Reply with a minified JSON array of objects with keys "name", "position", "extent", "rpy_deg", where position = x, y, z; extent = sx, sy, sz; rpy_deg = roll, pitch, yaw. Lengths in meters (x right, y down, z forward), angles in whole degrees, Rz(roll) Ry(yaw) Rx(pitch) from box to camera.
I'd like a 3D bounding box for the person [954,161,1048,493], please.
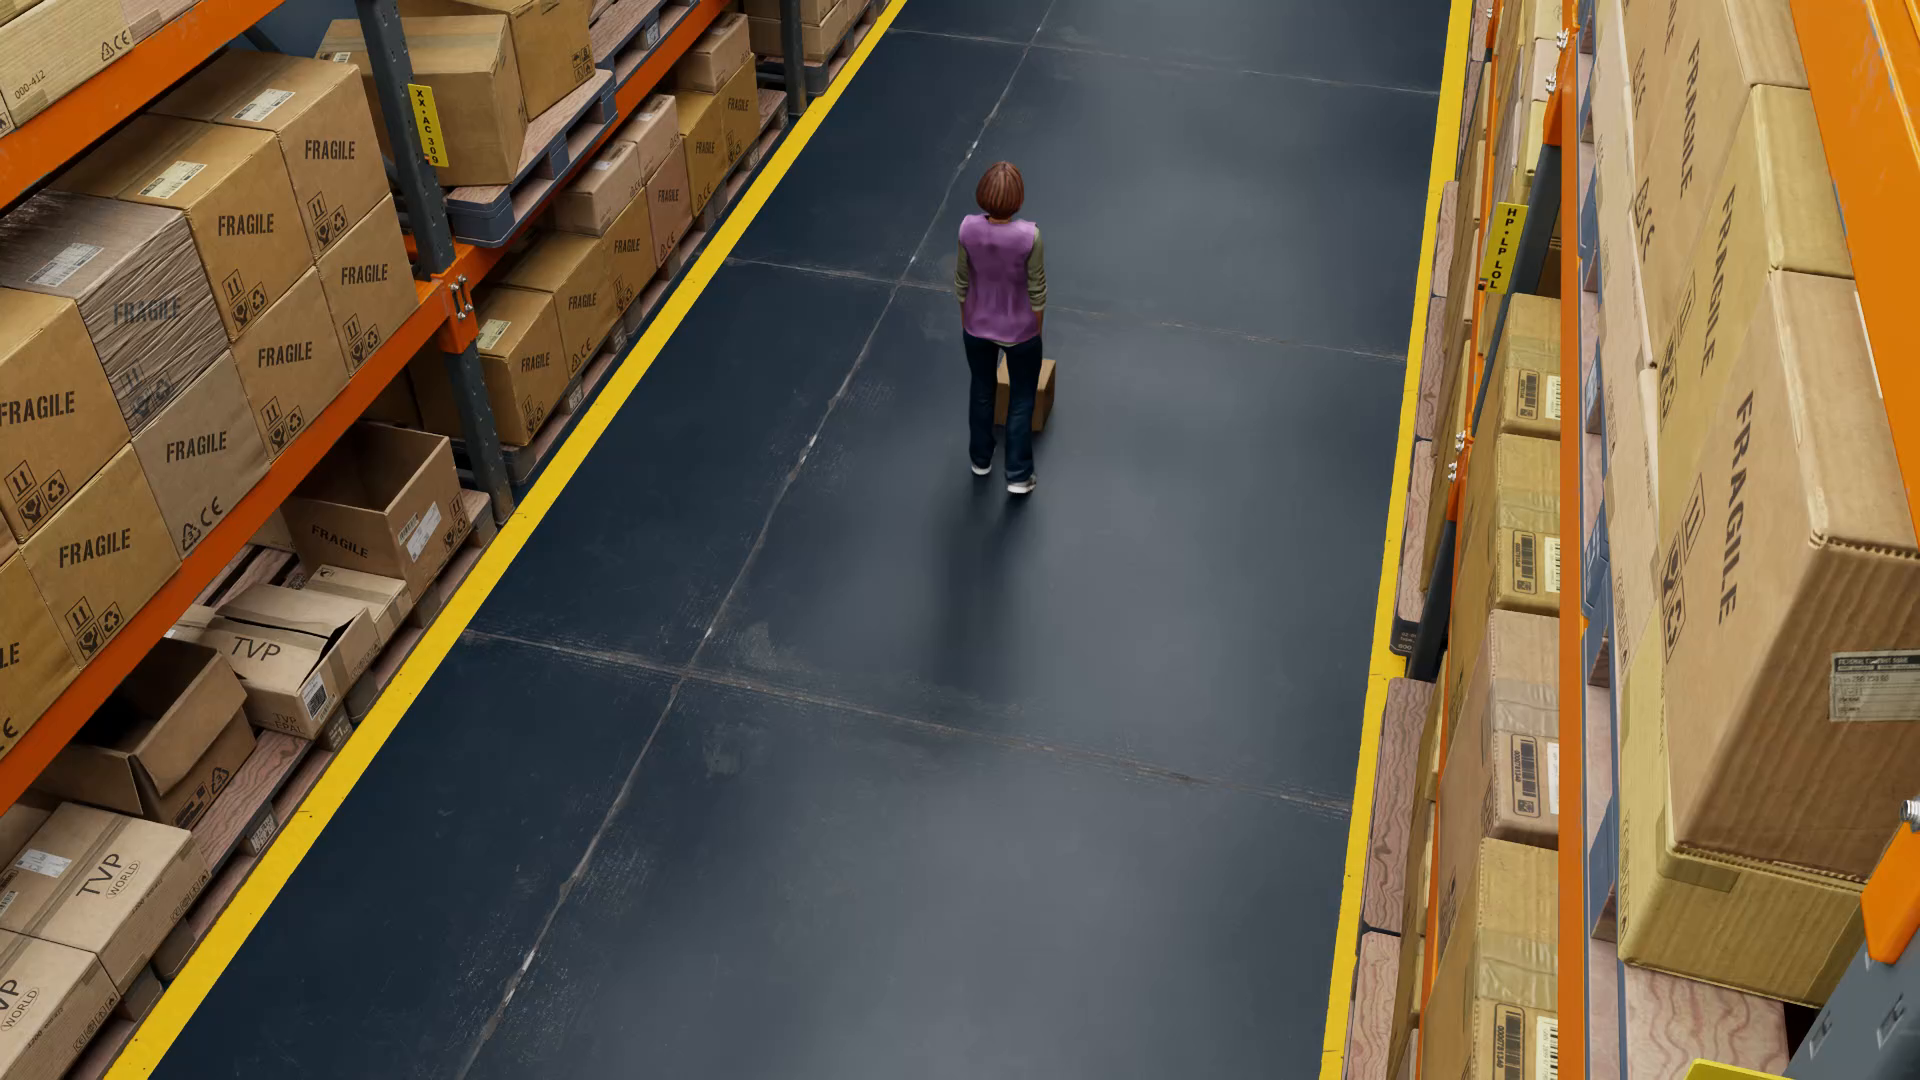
[{"name":"person","position":[0.174,-0.900,7.217],"extent":[0.413,1.652,0.391],"rpy_deg":[11,43,12]}]
